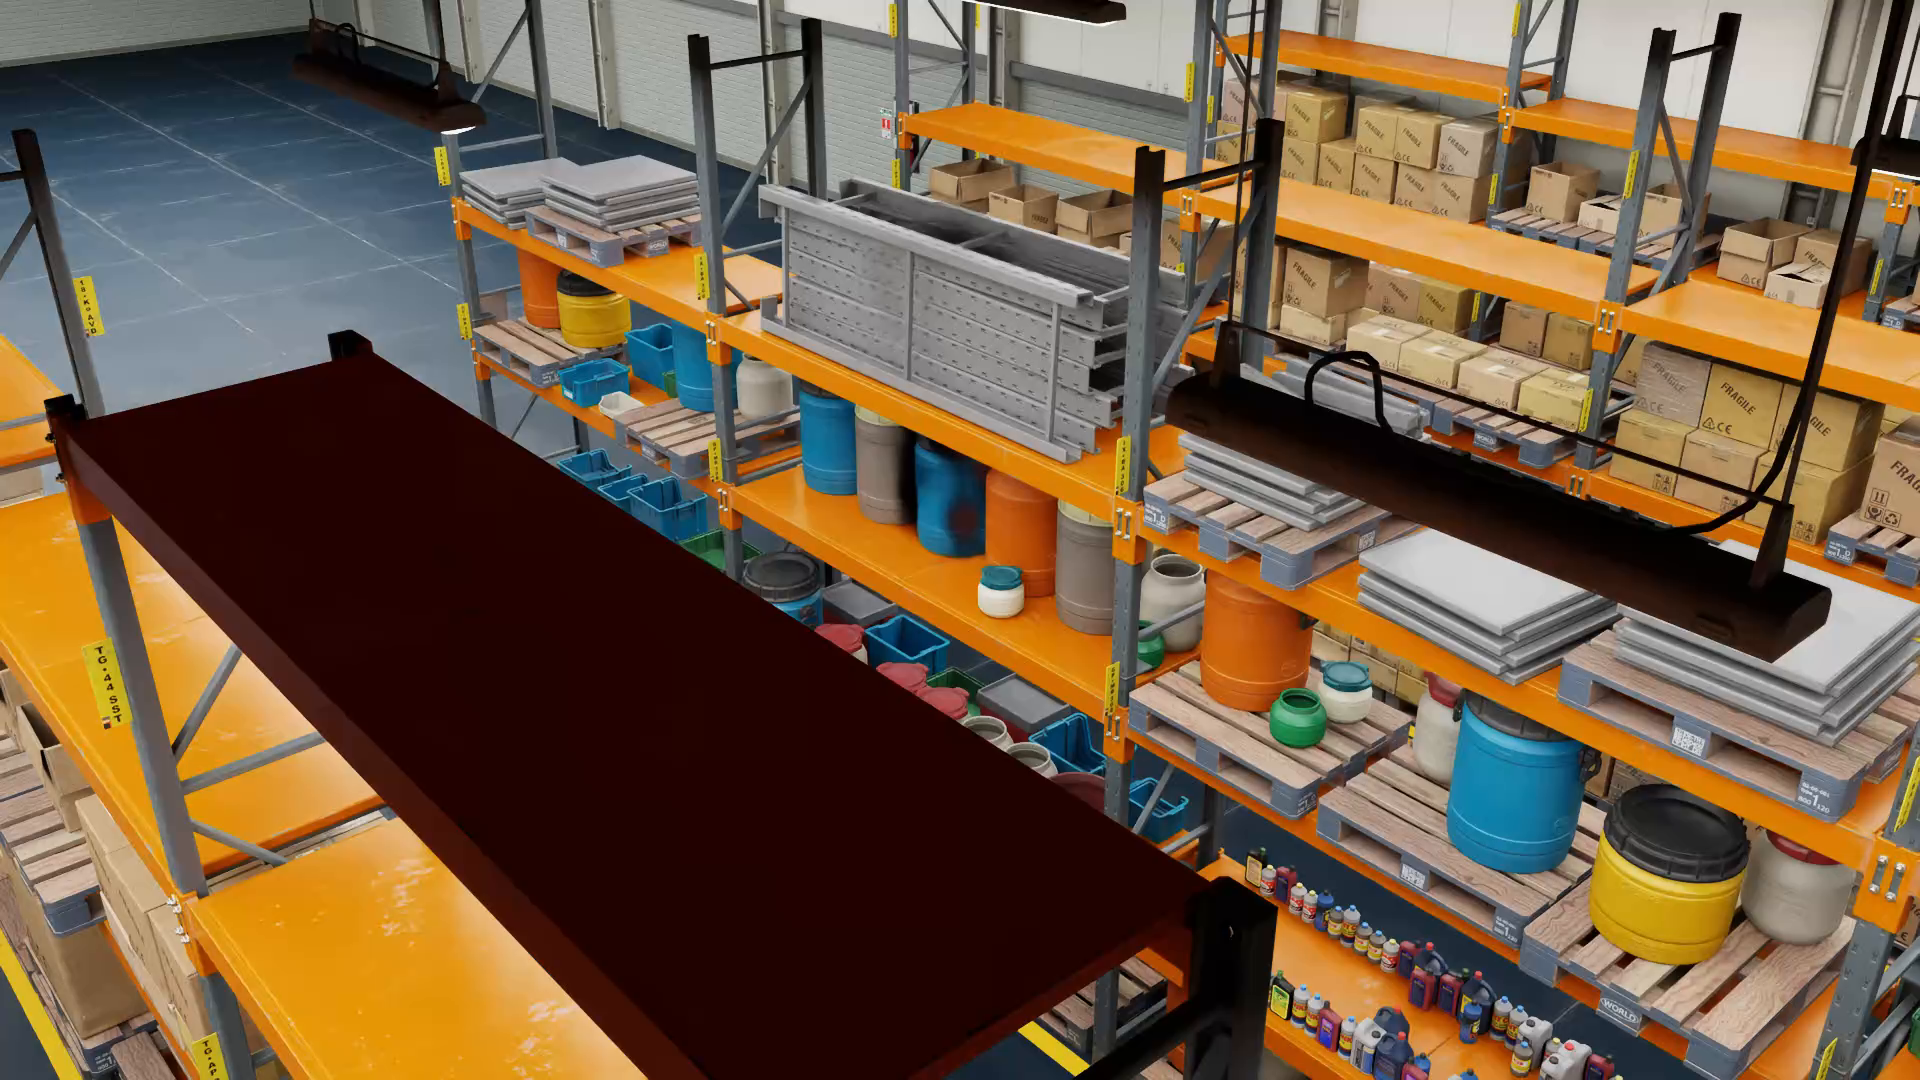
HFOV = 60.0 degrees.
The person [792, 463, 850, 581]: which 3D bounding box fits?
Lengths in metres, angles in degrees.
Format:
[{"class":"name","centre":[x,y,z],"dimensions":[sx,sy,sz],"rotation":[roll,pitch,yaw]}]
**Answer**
[{"class":"person","centre":[-1.323,-0.005,15.660],"dimensions":[0.974,1.746,0.659],"rotation":[19,32,32]}]
